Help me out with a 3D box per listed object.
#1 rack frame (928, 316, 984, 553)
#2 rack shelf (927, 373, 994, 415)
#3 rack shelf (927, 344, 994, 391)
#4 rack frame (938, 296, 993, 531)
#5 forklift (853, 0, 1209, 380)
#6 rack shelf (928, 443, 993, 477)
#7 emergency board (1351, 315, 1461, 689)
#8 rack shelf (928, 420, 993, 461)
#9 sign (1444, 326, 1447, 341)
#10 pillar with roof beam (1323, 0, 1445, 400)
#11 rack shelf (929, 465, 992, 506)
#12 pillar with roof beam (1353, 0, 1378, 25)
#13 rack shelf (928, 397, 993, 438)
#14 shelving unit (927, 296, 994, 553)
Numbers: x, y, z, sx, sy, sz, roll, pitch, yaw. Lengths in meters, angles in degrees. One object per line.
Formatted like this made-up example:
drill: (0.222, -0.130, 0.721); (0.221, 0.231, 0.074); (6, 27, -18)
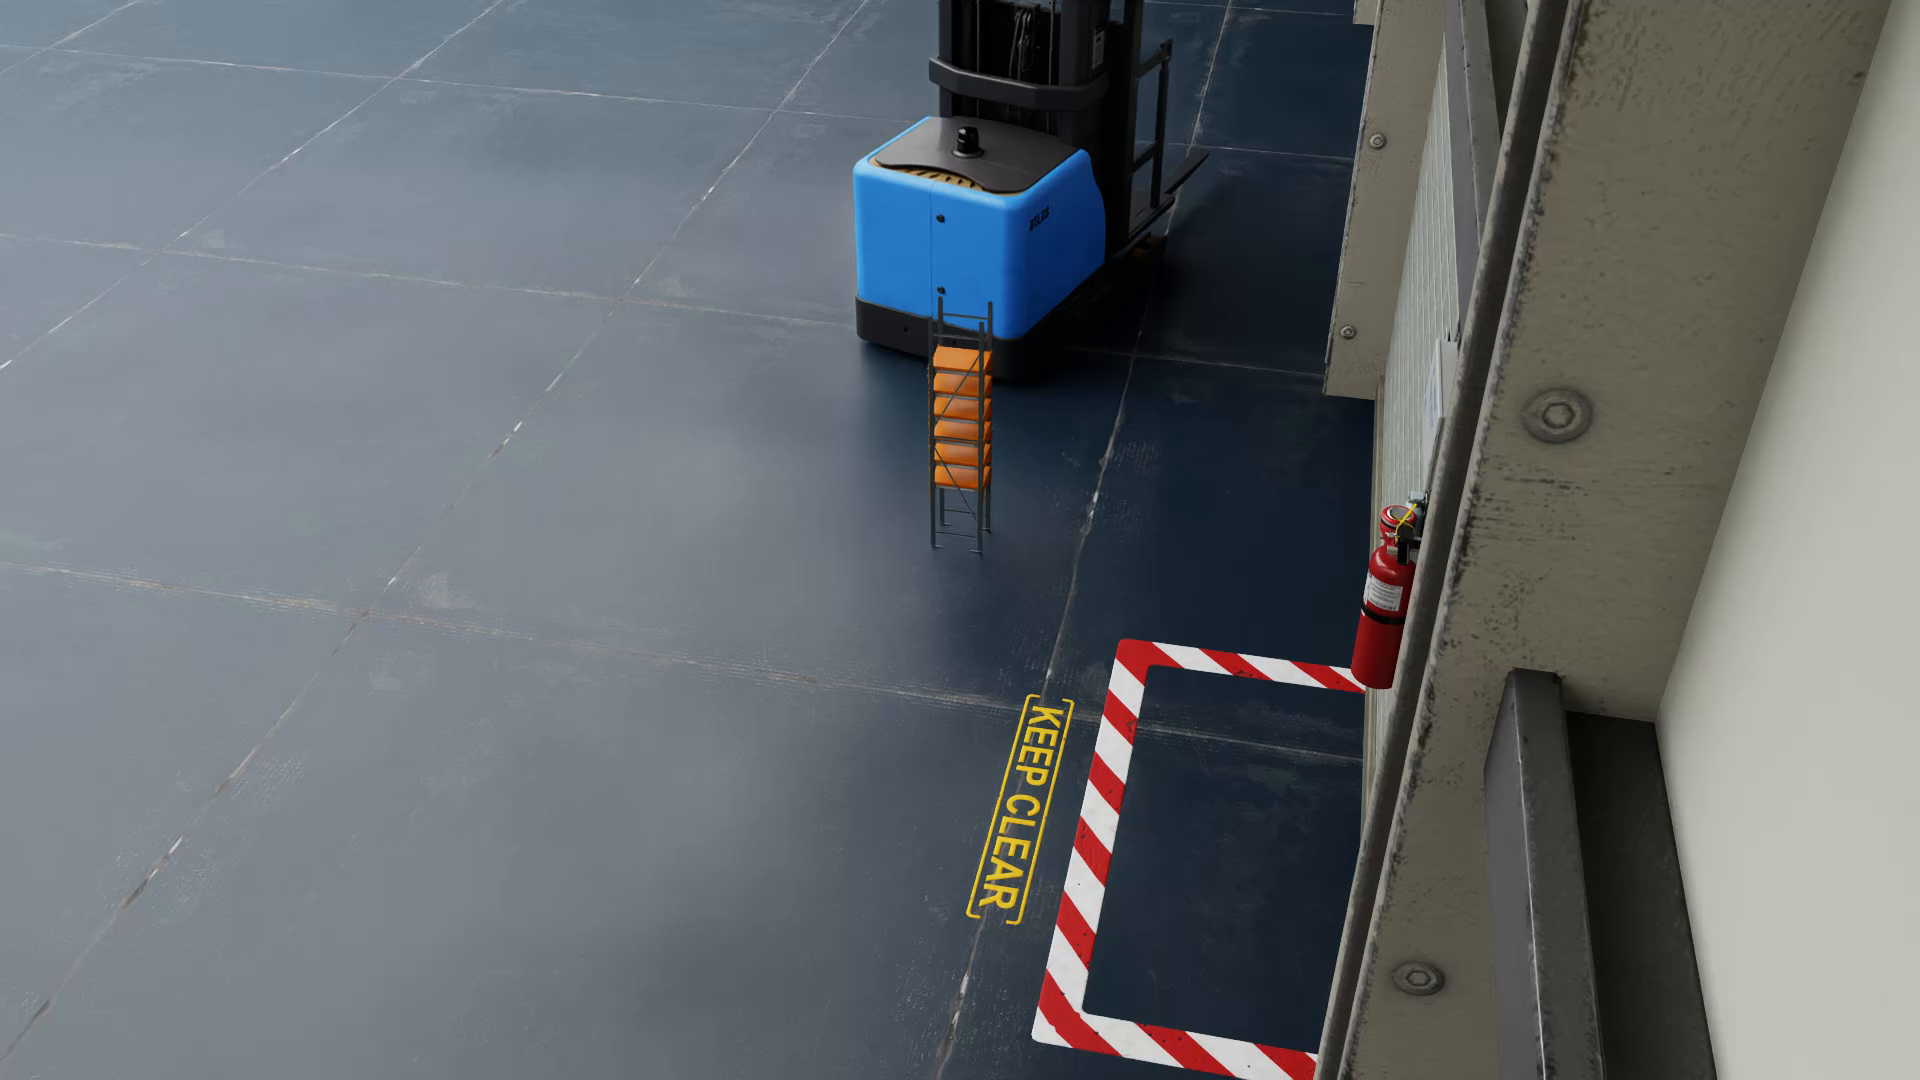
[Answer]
rack frame: (-0.016, -0.442, 7.337); (0.240, 1.200, 0.006); (7, 37, 10)
rack shelf: (0.003, -0.652, 7.295); (0.258, 0.103, 0.180); (7, 37, 10)
rack shelf: (0.003, -0.750, 7.224); (0.258, 0.103, 0.180); (7, 37, 10)
rack frame: (0.023, -0.547, 7.482); (0.240, 1.200, 0.006); (7, 37, 10)
forklift: (0.593, -2.878, 9.223); (1.130, 2.935, 3.031); (18, 40, 24)
rack shelf: (0.003, -0.361, 7.506); (0.258, 0.103, 0.180); (7, 37, 10)
emergency board: (1.400, -0.054, 5.269); (0.194, 1.169, 0.643); (7, 37, 10)
rack shelf: (0.003, -0.458, 7.435); (0.258, 0.103, 0.180); (7, 37, 10)
sign: (1.609, -0.586, 5.520); (0.001, 0.109, 0.331); (7, 37, 10)
pillar with roof beam: (-2.090, -5.051, 7.051); (9.100, 9.000, 0.400); (7, 37, 10)
rack shelf: (0.003, -0.264, 7.576); (0.258, 0.103, 0.180); (7, 37, 10)
pillar with roof beam: (-0.808, -8.491, 11.797); (9.100, 9.000, 0.400); (7, 37, 10)
rack shelf: (0.003, -0.555, 7.365); (0.258, 0.103, 0.180); (7, 37, 10)
shelving unit: (0.003, -0.494, 7.409); (0.258, 1.200, 0.189); (7, 37, 10)
